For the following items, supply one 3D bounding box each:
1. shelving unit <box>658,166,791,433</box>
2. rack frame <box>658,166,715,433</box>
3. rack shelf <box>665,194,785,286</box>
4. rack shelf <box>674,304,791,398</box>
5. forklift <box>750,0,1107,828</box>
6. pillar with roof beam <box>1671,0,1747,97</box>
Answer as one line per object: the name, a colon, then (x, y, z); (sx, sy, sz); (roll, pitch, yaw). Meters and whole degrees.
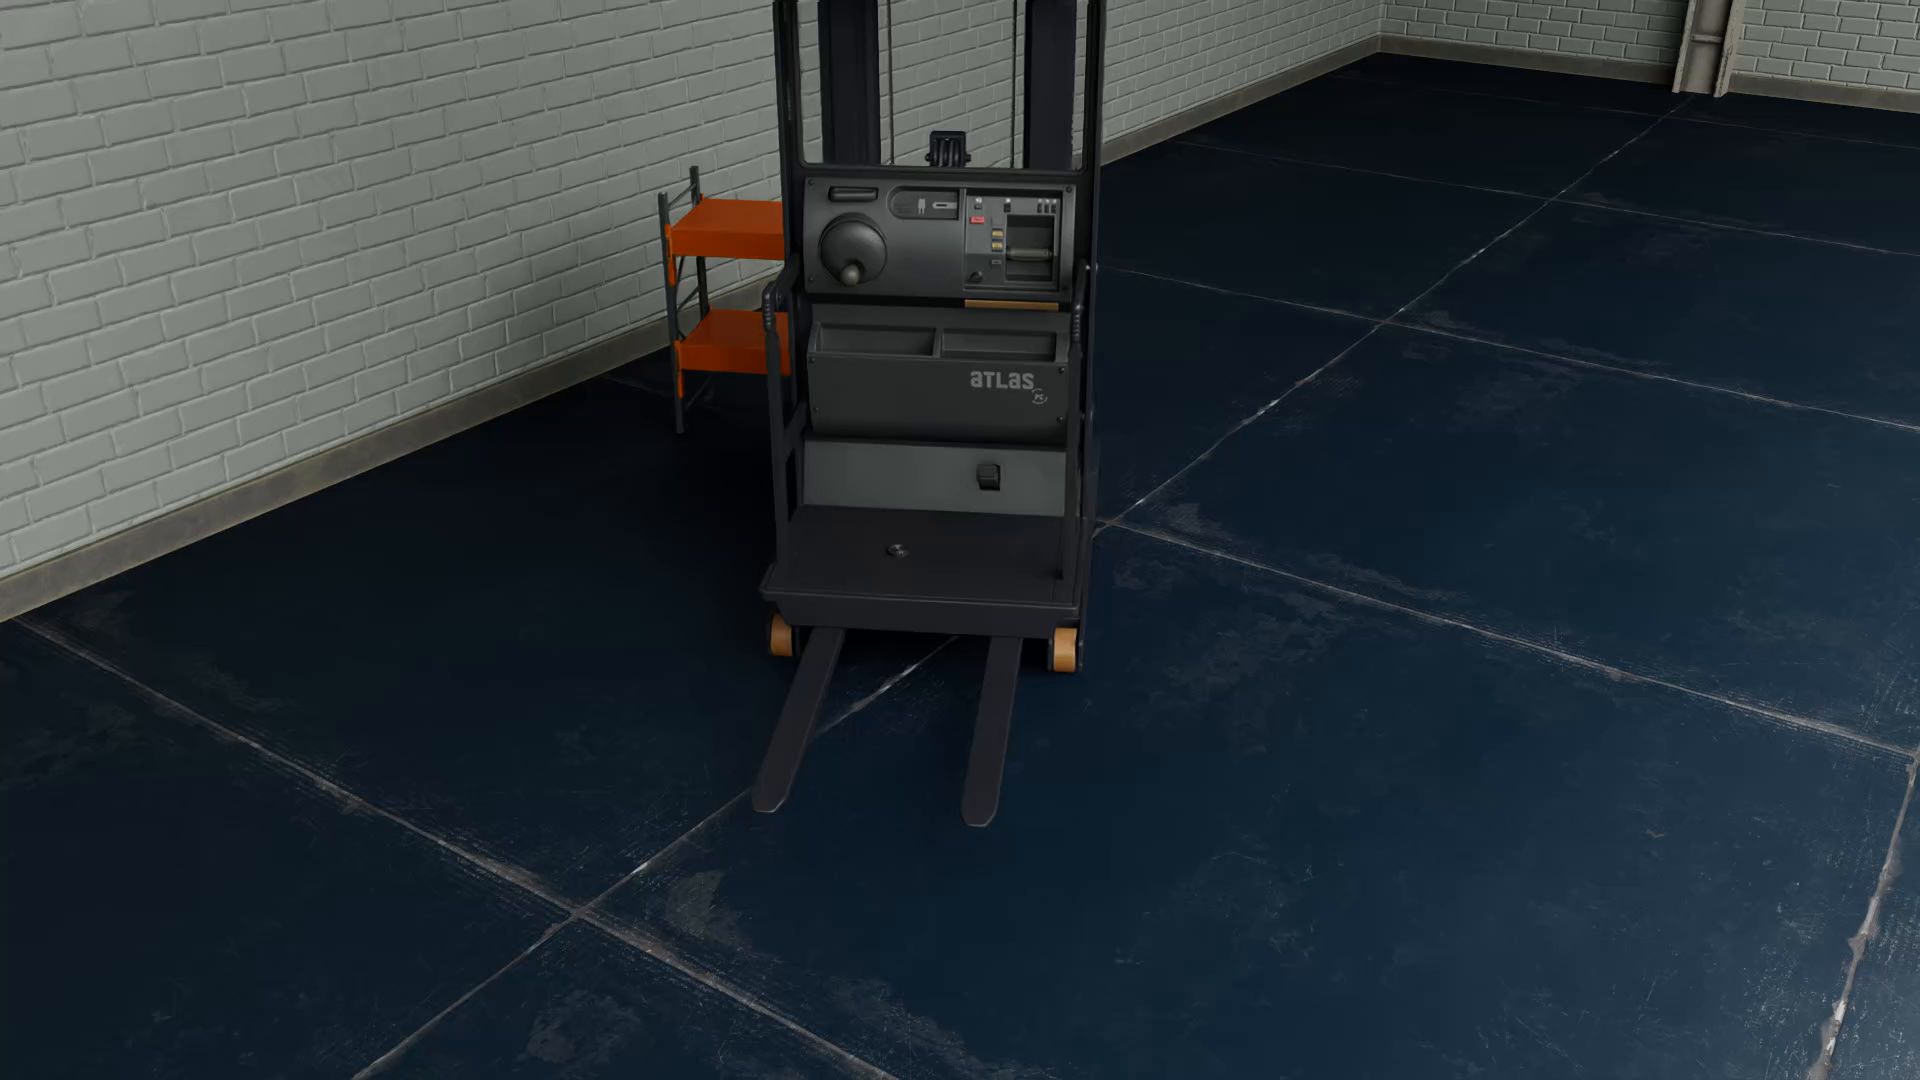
shelving unit: (-0.757, -1.073, 7.617); (1.048, 1.125, 0.538); (4, 27, 8)
rack frame: (-1.259, -1.110, 7.691); (0.032, 1.125, 0.500); (4, 27, 8)
rack shelf: (-0.757, -1.333, 7.485); (1.000, 0.278, 0.538); (4, 27, 8)
rack shelf: (-0.757, -0.855, 7.728); (1.000, 0.278, 0.538); (4, 27, 8)
forklift: (-0.094, -1.001, 5.486); (1.130, 2.935, 3.031); (3, 27, 6)
pillar with roof beam: (3.952, -6.277, 9.163); (0.400, 9.000, 9.100); (17, 32, 30)
